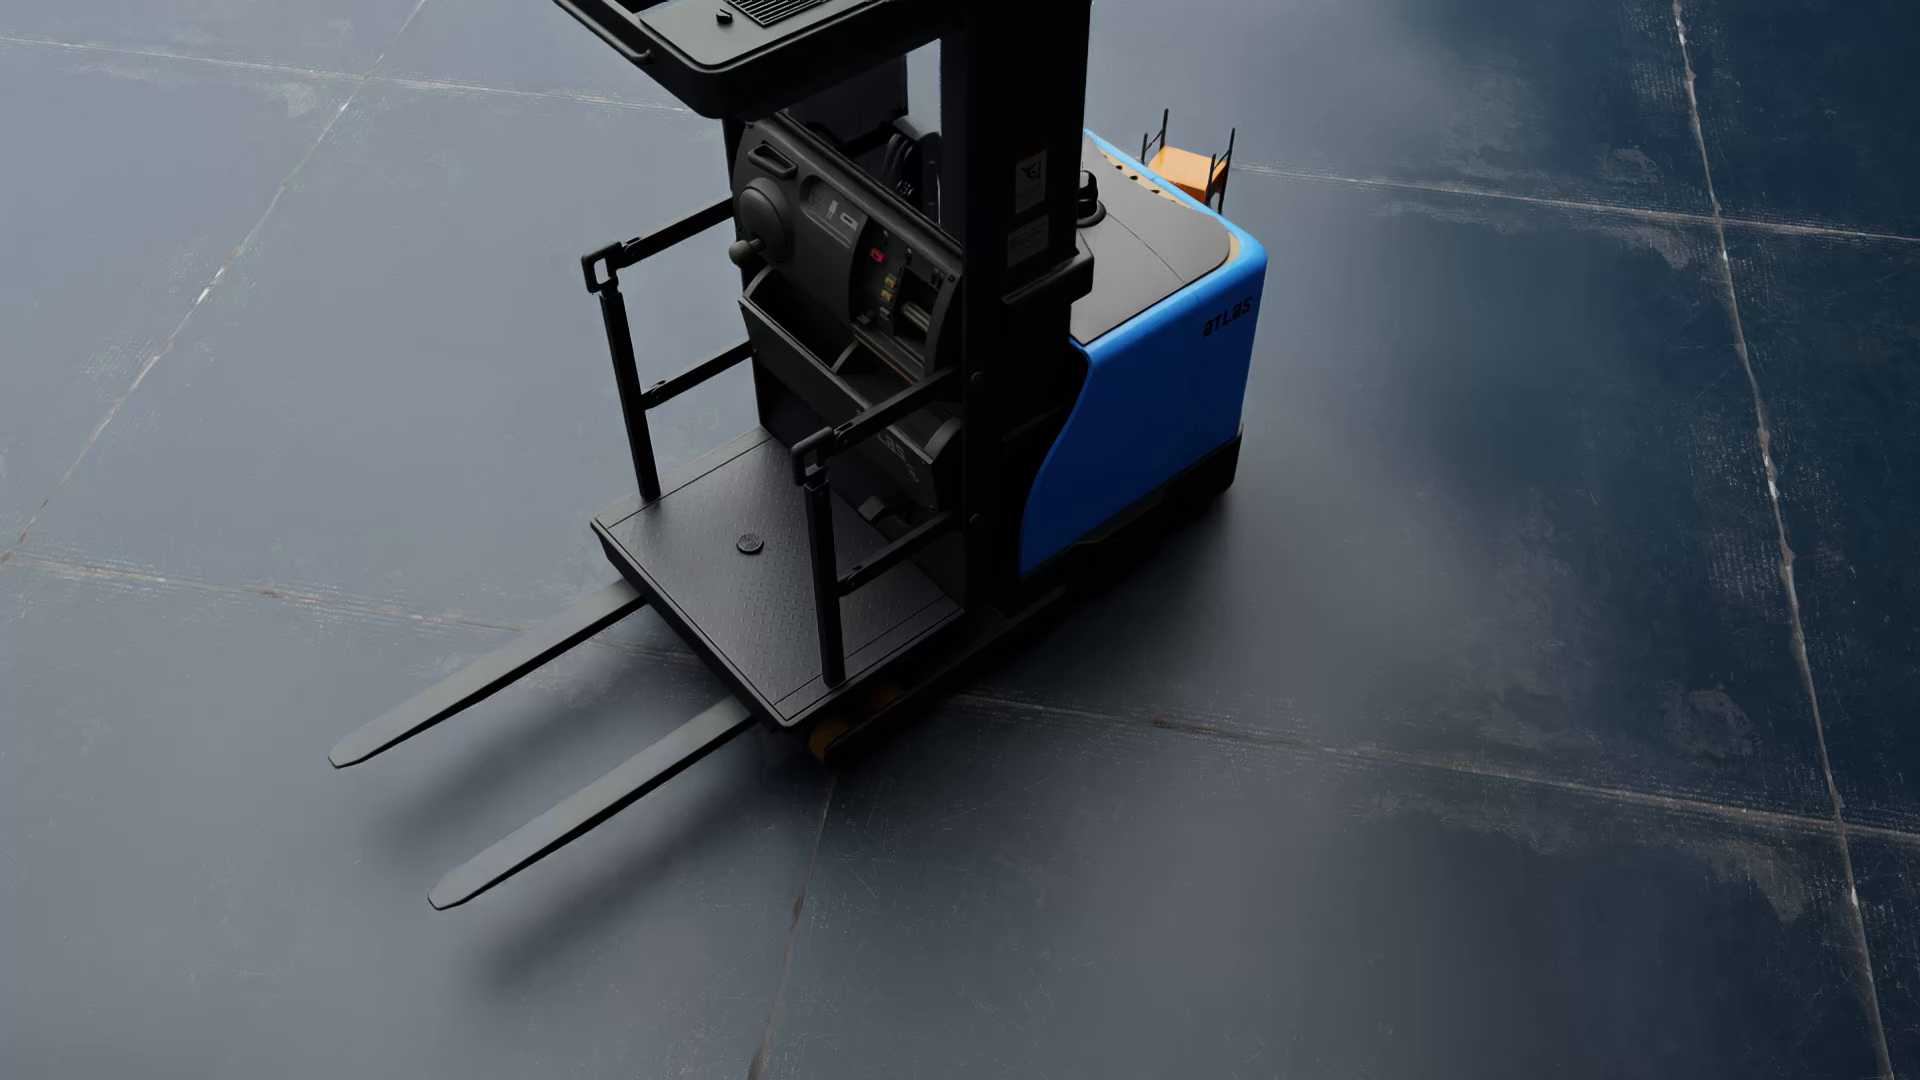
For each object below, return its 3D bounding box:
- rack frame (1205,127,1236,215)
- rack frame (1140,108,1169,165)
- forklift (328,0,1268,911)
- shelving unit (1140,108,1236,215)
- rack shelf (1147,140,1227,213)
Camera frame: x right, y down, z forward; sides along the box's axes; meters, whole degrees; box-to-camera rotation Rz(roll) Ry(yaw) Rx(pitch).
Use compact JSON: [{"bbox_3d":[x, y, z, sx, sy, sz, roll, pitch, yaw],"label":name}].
[{"bbox_3d":[0.858,-0.950,5.887,0.008,1.050,0.200,21,47,18],"label":"rack frame"},{"bbox_3d":[0.642,-1.034,5.963,0.008,1.050,0.200,21,47,18],"label":"rack frame"},{"bbox_3d":[-0.485,-0.733,4.438,3.031,2.935,1.130,-32,55,-25],"label":"forklift"},{"bbox_3d":[0.750,-0.992,5.925,0.252,1.050,0.215,21,47,18],"label":"shelving unit"},{"bbox_3d":[0.760,-1.188,5.735,0.240,0.259,0.215,21,47,18],"label":"rack shelf"}]
